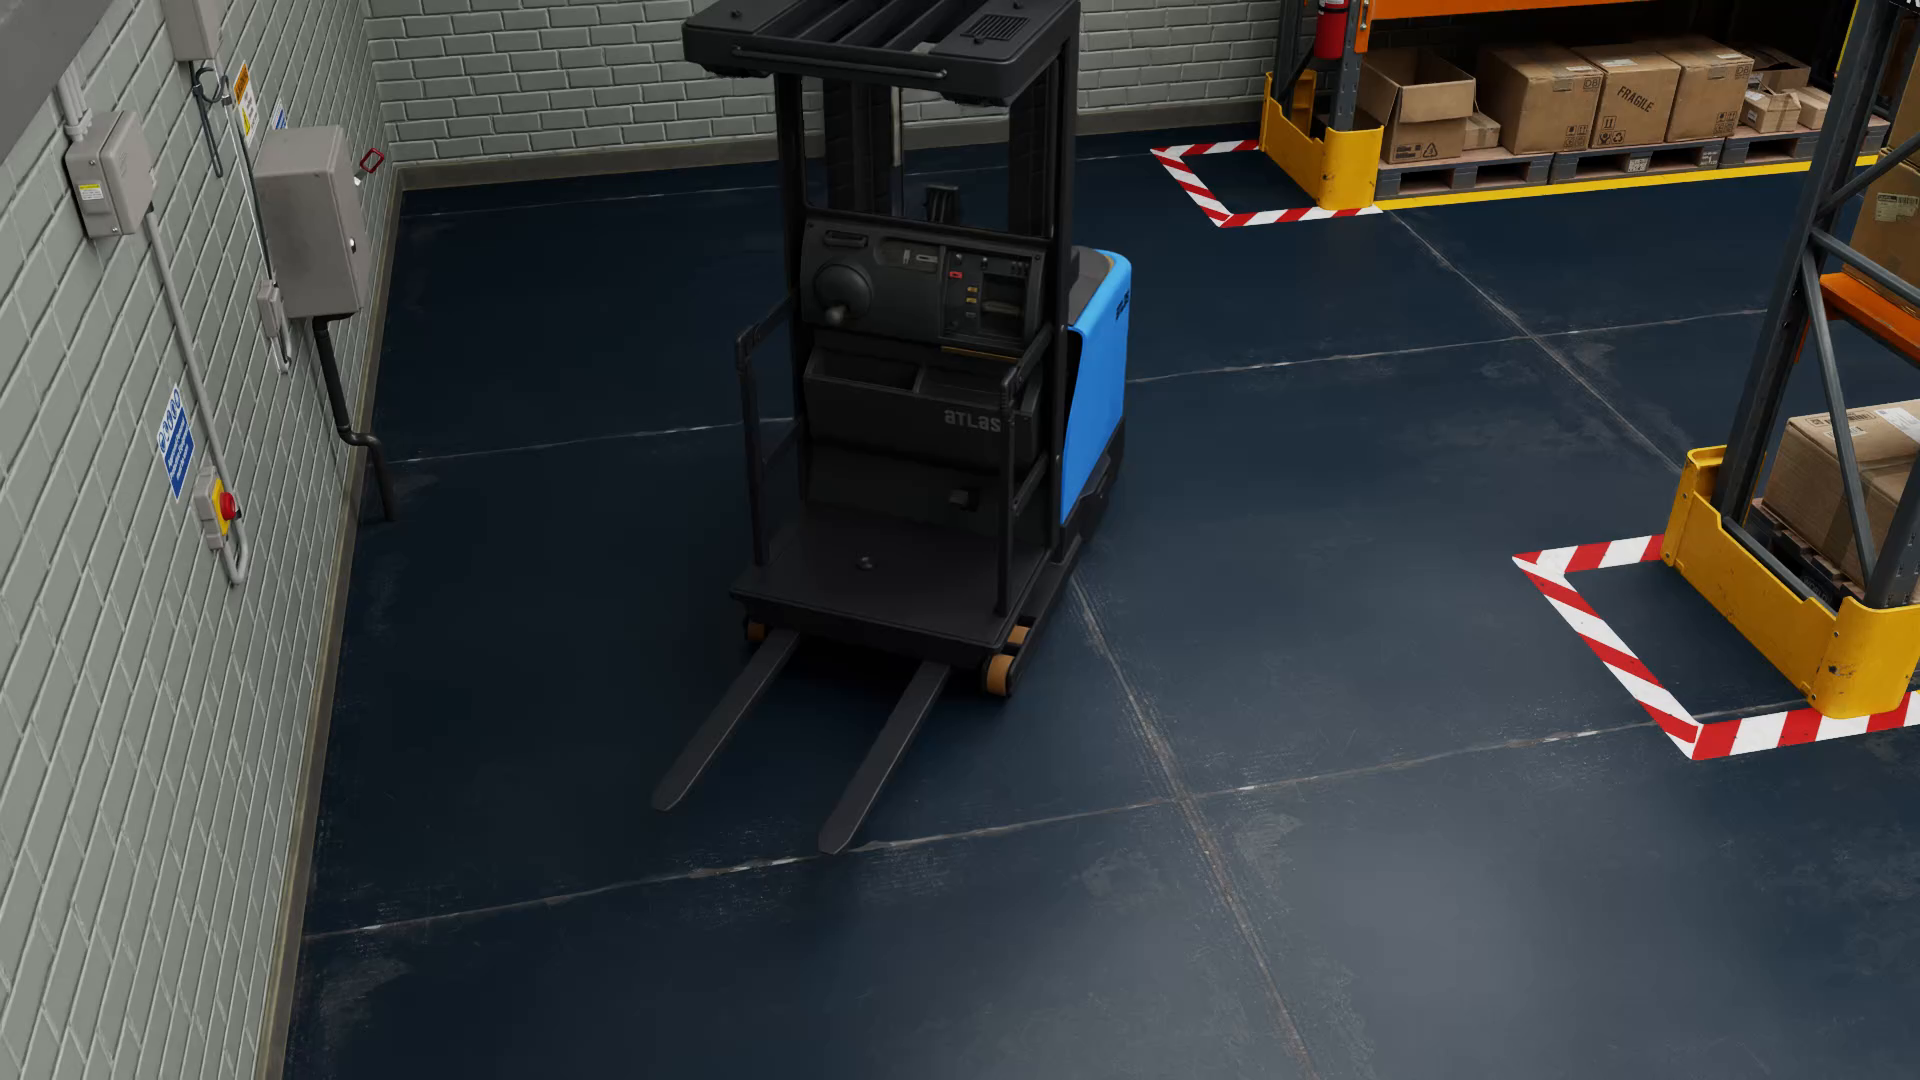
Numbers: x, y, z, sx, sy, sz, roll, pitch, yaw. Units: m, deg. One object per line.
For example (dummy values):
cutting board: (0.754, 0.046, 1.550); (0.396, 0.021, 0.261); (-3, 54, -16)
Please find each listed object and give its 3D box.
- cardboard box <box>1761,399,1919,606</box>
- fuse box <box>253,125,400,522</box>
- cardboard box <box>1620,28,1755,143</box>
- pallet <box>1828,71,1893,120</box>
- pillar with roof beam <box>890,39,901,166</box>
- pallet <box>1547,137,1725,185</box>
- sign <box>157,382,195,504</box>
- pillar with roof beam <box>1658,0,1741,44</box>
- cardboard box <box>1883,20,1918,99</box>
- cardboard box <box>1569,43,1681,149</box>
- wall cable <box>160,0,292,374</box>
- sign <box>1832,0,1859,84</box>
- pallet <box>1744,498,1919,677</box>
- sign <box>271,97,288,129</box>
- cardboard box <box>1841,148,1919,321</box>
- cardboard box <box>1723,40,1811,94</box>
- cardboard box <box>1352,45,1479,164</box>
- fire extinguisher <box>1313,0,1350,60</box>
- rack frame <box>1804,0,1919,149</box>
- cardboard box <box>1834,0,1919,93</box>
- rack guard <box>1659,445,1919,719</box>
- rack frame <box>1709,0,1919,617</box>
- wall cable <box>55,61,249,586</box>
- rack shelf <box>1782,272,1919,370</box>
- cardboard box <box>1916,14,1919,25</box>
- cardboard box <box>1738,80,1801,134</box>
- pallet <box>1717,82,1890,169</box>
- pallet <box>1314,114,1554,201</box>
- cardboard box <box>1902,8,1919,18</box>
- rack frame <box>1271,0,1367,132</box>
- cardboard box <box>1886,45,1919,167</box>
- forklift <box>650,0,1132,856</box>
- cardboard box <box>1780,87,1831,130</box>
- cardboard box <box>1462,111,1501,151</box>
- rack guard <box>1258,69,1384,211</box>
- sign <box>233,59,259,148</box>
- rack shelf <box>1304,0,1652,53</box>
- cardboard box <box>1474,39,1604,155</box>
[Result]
cardboard box: (3.936, -0.152, 6.707); (0.875, 0.438, 0.875); (-8, 35, -12)
fuse box: (-2.501, -0.825, 6.944); (0.414, 1.711, 0.539); (-7, 35, -11)
cardboard box: (4.688, -2.975, 10.858); (0.500, 0.500, 0.700); (-8, 35, -12)
pallet: (6.902, -3.058, 11.617); (1.213, 0.211, 1.003); (-7, 35, -11)
pillar with roof beam: (0.337, -3.913, 5.006); (0.400, 9.000, 9.100); (-7, 35, -11)
pallet: (4.255, -2.701, 11.086); (1.213, 0.211, 1.003); (-7, 35, -11)
sign: (-2.229, -0.279, 4.731); (0.001, 0.218, 0.327); (-7, 35, -11)
pillar with roof beam: (6.189, -4.651, 6.105); (0.400, 9.000, 9.100); (-7, 35, -11)
cardboard box: (6.639, -3.169, 11.147); (0.500, 0.500, 0.500); (-6, 34, -8)
cardboard box: (4.213, -2.858, 10.684); (0.500, 0.500, 0.500); (-7, 34, -10)
wall cable: (-2.504, -1.392, 5.720); (0.122, 1.984, 0.588); (-7, 35, -11)
sign: (3.208, -1.782, 5.962); (0.005, 0.325, 0.100); (-7, 35, -11)
pallet: (4.077, 0.111, 6.895); (1.213, 0.211, 1.003); (-7, 35, -11)
sign: (-2.812, -1.564, 6.973); (0.001, 0.494, 0.329); (-7, 35, -11)
cardboard box: (3.727, -1.151, 6.183); (0.500, 0.500, 0.500); (-7, 34, -10)
cardboard box: (5.421, -3.200, 11.363); (0.500, 0.311, 0.500); (-6, 34, -9)
cardboard box: (2.833, -2.765, 10.542); (0.637, 0.503, 0.797); (-9, 35, -12)
fire extinguisher: (2.174, -3.147, 9.652); (0.183, 0.674, 0.296); (-7, 35, -11)
rack frame: (6.117, -4.095, 10.661); (0.127, 3.000, 1.000); (-7, 35, -11)
cardboard box: (6.531, -3.453, 11.570); (0.500, 0.500, 0.500); (-7, 35, -11)
rack guard: (3.291, 0.135, 6.601); (0.348, 0.500, 1.175); (-7, 35, -11)
rack frame: (3.314, -0.906, 5.908); (0.127, 3.000, 1.000); (-7, 35, -11)
wall cable: (-2.180, -0.635, 4.565); (0.123, 1.953, 0.585); (-7, 35, -11)
rack shelf: (5.265, -0.853, 6.475); (4.000, 0.370, 1.077); (-7, 35, -11)
cardboard box: (6.526, -3.400, 10.910); (0.250, 0.149, 0.380); (-6, 34, -8)
cardboard box: (5.290, -2.862, 10.900); (0.258, 0.266, 0.396); (-6, 34, -9)
pallet: (5.447, -2.853, 11.313); (1.213, 0.211, 1.003); (-7, 35, -11)
pallet: (3.067, -2.553, 10.866); (1.213, 0.211, 1.003); (-7, 35, -11)
cardboard box: (6.413, -3.703, 11.360); (0.250, 0.149, 0.380); (-9, 35, -12)
rack frame: (2.216, -3.603, 9.928); (0.127, 3.000, 1.000); (-7, 35, -11)
cardboard box: (3.732, -1.552, 5.883); (0.500, 0.500, 0.500); (-6, 34, -9)
forklift: (-0.215, -0.877, 5.926); (1.130, 2.935, 3.031); (11, 35, 16)
cardboard box: (5.639, -2.858, 10.998); (0.250, 0.149, 0.380); (-8, 35, -12)
cardboard box: (3.256, -2.649, 10.687); (0.250, 0.149, 0.380); (-9, 35, -12)
rack guard: (2.290, -2.575, 10.638); (0.348, 0.500, 1.175); (-7, 35, -11)
sign: (-2.691, -1.647, 6.272); (0.001, 0.242, 0.339); (-7, 35, -11)
rack shelf: (4.167, -3.551, 10.495); (4.000, 0.370, 1.077); (-7, 35, -11)
cardboard box: (3.676, -2.848, 10.668); (0.500, 0.500, 0.700); (-6, 34, -9)
